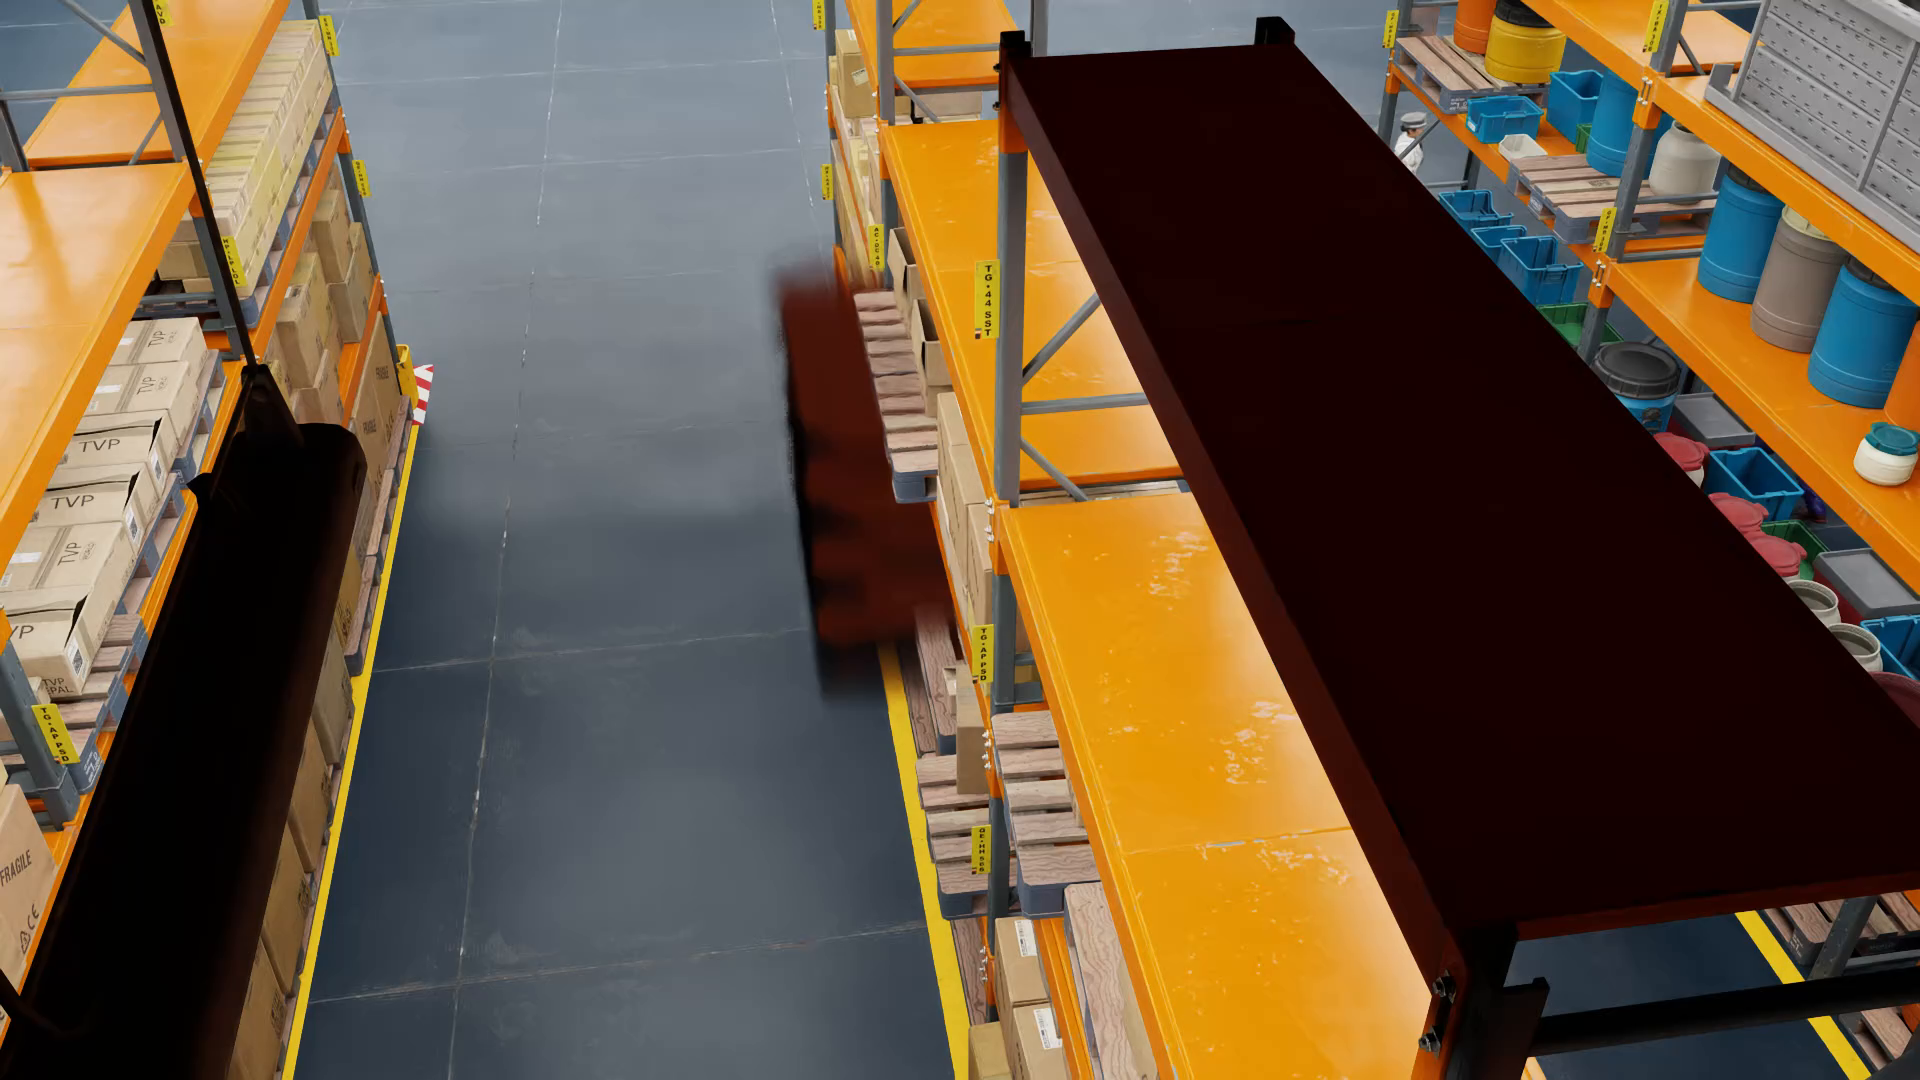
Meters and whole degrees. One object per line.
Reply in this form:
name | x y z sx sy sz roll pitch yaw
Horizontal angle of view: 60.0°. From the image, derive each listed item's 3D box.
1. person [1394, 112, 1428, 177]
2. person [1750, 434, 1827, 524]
person | 4.502 -3.553 16.885 0.799 1.655 0.519 18 40 22
person | 6.697 -0.960 13.422 0.468 1.560 1.095 -15 39 -19
